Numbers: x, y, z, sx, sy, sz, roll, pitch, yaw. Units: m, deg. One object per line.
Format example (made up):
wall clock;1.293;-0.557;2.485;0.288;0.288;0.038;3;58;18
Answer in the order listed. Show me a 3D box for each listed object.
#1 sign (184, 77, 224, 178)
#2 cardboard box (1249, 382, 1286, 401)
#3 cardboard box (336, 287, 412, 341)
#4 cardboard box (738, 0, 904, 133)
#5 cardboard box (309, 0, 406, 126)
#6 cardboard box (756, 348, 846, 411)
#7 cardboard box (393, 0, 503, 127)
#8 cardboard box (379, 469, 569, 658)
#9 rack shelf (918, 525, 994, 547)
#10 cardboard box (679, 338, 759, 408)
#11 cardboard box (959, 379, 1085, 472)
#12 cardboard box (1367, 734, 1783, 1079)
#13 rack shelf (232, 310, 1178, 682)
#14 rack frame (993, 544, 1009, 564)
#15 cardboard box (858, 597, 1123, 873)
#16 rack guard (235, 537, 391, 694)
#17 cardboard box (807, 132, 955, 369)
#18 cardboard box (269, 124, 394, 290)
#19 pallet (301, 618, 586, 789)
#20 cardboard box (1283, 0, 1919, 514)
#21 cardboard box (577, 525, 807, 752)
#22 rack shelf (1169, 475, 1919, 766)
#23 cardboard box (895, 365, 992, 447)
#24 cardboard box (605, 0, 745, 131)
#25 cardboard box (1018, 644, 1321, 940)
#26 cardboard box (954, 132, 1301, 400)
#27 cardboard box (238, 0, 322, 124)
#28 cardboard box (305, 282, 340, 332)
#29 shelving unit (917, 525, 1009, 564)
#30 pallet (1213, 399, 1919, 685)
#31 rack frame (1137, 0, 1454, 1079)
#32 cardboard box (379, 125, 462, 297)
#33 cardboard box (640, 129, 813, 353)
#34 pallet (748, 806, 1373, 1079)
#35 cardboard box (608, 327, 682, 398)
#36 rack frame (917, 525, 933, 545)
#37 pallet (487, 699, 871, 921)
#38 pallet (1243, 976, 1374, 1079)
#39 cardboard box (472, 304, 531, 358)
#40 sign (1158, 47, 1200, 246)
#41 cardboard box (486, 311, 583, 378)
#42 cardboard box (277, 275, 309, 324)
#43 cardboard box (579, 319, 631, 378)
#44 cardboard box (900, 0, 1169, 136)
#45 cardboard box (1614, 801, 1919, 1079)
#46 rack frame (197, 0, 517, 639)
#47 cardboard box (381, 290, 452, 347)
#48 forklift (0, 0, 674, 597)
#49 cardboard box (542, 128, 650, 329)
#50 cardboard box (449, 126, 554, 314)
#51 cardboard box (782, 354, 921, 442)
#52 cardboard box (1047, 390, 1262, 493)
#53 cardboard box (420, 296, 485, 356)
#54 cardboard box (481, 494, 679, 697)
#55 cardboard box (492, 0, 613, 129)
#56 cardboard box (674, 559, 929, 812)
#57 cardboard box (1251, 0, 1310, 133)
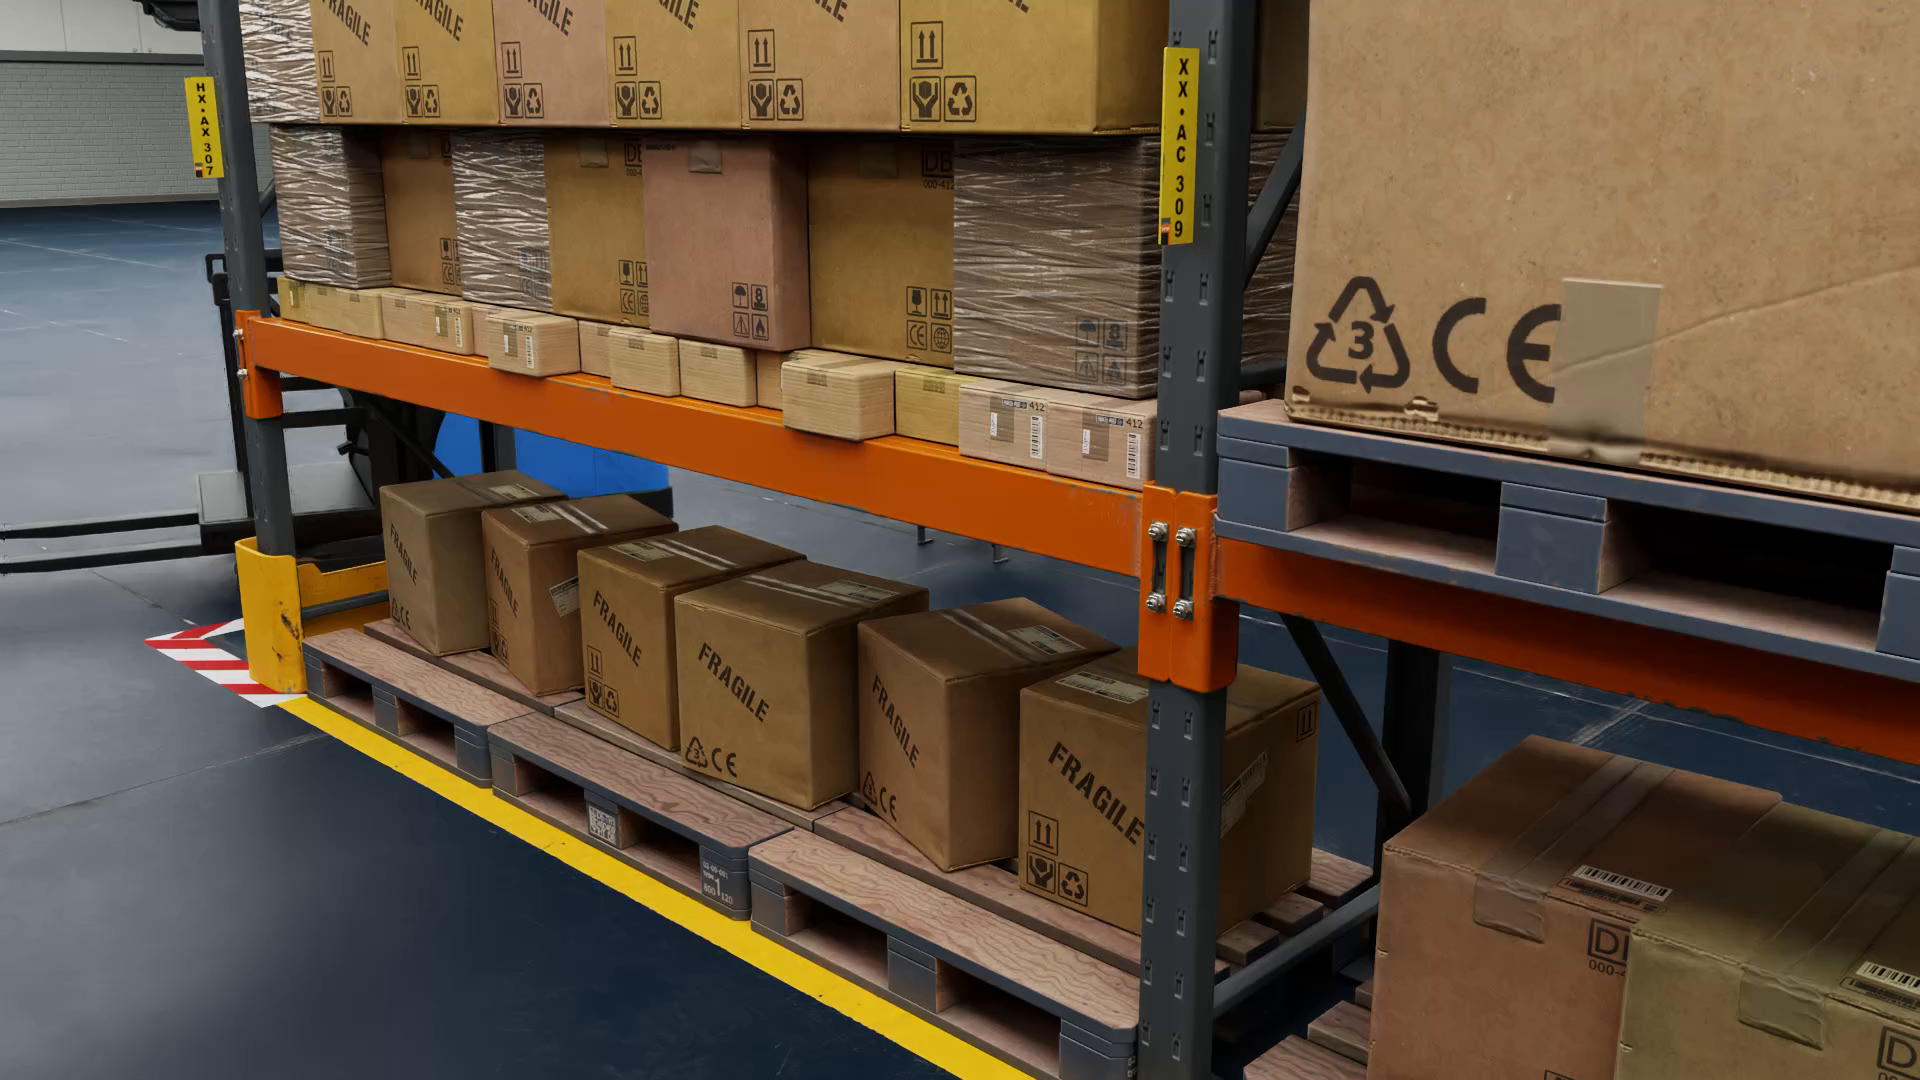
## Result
sign;-2.509;-1.371;5.530;0.005;0.325;0.100;14;20;42
cardboard box;0.801;-0.322;3.716;0.250;0.149;0.380;14;20;42
cardboard box;-1.757;-0.743;5.332;0.250;0.149;0.380;14;20;42
cardboard box;-0.129;-1.143;3.600;0.500;0.500;0.500;14;20;42
cardboard box;-1.571;-1.493;4.941;0.500;0.500;0.500;14;20;42
cardboard box;-0.269;-0.405;4.036;0.250;0.149;0.380;14;20;42
cardboard box;-1.210;-1.406;4.606;0.500;0.500;0.500;14;20;42
cardboard box;-1.695;0.068;5.848;0.500;0.500;0.500;-10;18;-34
rack shelf;0.119;-0.297;7.736;0.480;0.518;0.431;14;20;42
cardboard box;-0.477;-0.442;4.176;0.250;0.149;0.380;14;20;42
cardboard box;0.215;-0.259;3.476;0.250;0.149;0.380;14;20;42
cardboard box;1.174;0.757;3.163;0.500;0.500;0.700;12;19;38
rack shelf;-0.693;-0.353;4.764;4.000;0.370;1.077;14;20;42
rack frame;0.295;-0.944;7.392;0.015;2.100;0.400;14;20;42
cardboard box;0.069;0.479;4.268;0.500;0.500;0.500;-8;16;-27
rack guard;-2.078;0.172;6.281;0.348;0.500;1.175;14;20;42
cardboard box;0.130;-0.727;3.986;0.500;0.500;0.875;14;20;42
cardboard box;-1.756;-1.142;5.578;0.500;0.500;0.875;14;20;42
pallet;-1.518;0.460;5.747;1.213;0.211;1.003;14;20;42
cardboard box;1.222;-0.680;2.571;1.000;1.000;1.000;14;20;43
cardboard box;-0.803;0.279;5.037;0.500;0.500;0.500;-12;19;-39
rack shelf;2.187;0.347;2.078;4.000;0.370;1.077;14;20;42
cardboard box;0.076;-0.314;3.686;0.250;0.149;0.380;14;20;42
cardboard box;-0.488;-1.231;3.936;0.500;0.500;0.500;14;20;42
cardboard box;0.487;0.578;3.889;0.500;0.500;0.500;13;19;41
cardboard box;0.466;-0.633;3.626;0.500;0.500;0.875;14;20;42
cardboard box;-1.926;-1.582;5.282;0.500;0.500;0.500;14;20;42
cardboard box;-1.926;-0.789;5.510;0.250;0.149;0.380;14;20;42
shelving unit;0.119;-0.987;7.556;0.503;2.100;0.431;14;20;42
pallet;1.196;-0.098;2.740;1.213;0.211;1.003;14;20;42
rack frame;0.747;-0.351;3.330;0.127;3.000;1.000;14;20;42
cardboard box;-1.313;-1.076;5.326;0.500;0.500;0.875;14;20;42
cardboard box;-0.300;-0.796;4.252;0.500;0.500;0.875;14;20;42
pallet;0.239;0.887;4.108;1.213;0.211;1.003;14;20;42
cardboard box;-0.682;-0.479;4.319;0.250;0.149;0.380;14;20;42
rack frame;-0.056;-1.030;7.720;0.015;2.100;0.400;14;20;42
pallet;-0.644;0.674;4.928;1.213;0.211;1.003;14;20;42
pallet;1.308;1.134;3.160;1.213;0.211;1.003;14;20;42
cardboard box;-1.189;-0.619;4.856;0.250;0.149;0.380;14;20;42
sign;0.376;-0.670;2.838;0.005;0.325;0.100;14;20;42
cardboard box;-1.081;-0.556;4.616;0.250;0.149;0.380;14;20;42
cardboard box;-2.093;-0.836;5.691;0.250;0.149;0.380;14;20;42
cardboard box;-0.808;-0.537;4.541;0.250;0.149;0.380;14;20;42
cardboard box;0.232;-1.056;3.265;0.500;0.500;0.500;14;20;42
cardboard box;1.504;0.844;2.829;0.500;0.500;0.700;14;20;42
rack frame;-2.133;-1.051;6.017;0.127;3.000;1.000;14;20;42
cardboard box;-1.562;-0.703;5.178;0.250;0.149;0.380;14;20;42
forklift;-2.885;-1.309;7.142;3.031;2.935;1.130;-7;16;-24
cardboard box;-0.631;-0.891;4.616;0.500;0.500;0.875;14;20;42
cardboard box;-0.983;-0.981;4.960;0.500;0.500;0.875;14;20;42
cardboard box;-0.181;-0.337;3.776;0.250;0.149;0.380;14;20;42
cardboard box;0.388;-0.214;3.302;0.250;0.149;0.380;14;20;42
cardboard box;-1.387;-0.658;5.005;0.250;0.149;0.380;14;20;42
cardboard box;-1.241;0.166;5.470;0.500;0.500;0.500;-9;17;-30
cardboard box;-0.846;-1.319;4.274;0.500;0.500;0.500;14;20;42
cardboard box;-0.432;0.385;4.631;0.500;0.500;0.500;11;18;37
cardboard box;0.599;-1.152;3.633;0.500;0.500;0.500;14;20;42
